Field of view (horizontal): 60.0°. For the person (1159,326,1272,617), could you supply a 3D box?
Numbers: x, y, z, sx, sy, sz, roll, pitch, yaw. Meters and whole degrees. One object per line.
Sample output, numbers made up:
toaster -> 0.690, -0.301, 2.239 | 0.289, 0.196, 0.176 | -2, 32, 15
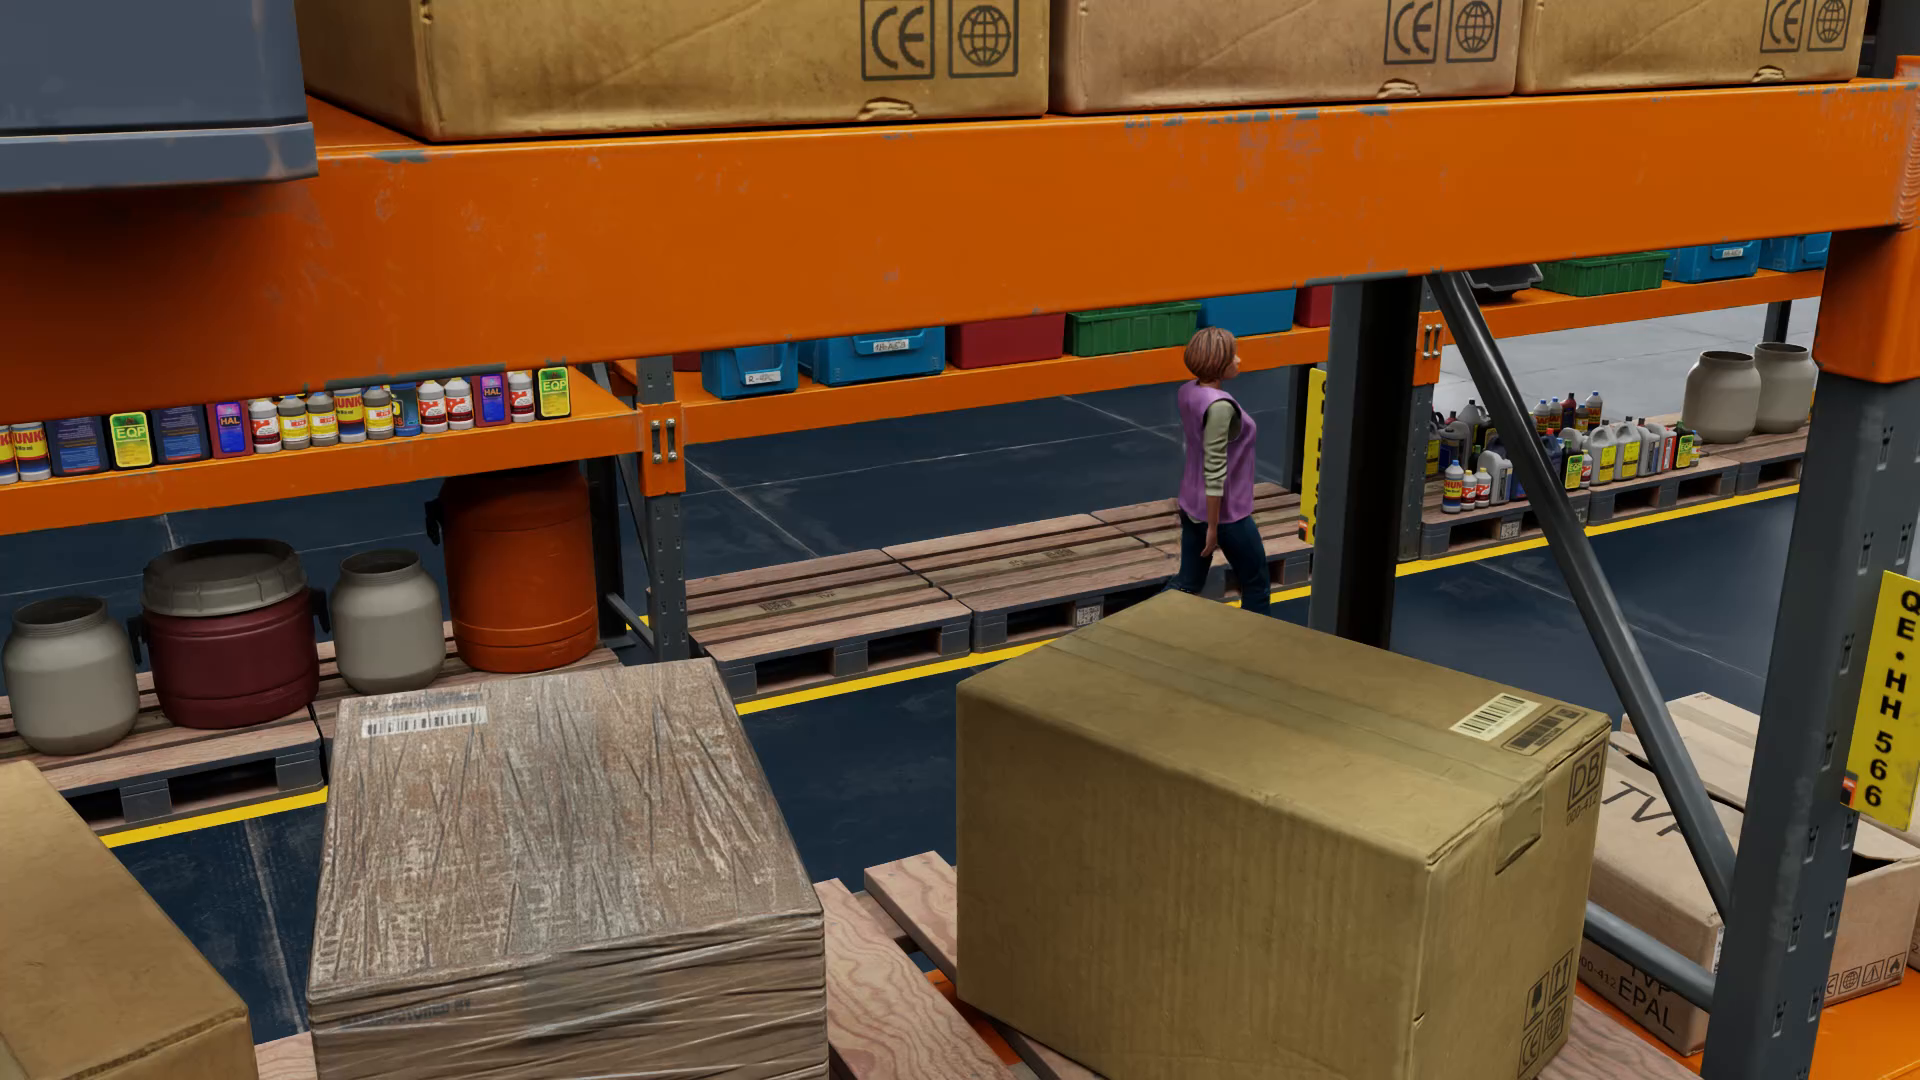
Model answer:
person -> 1.114, -0.135, 6.958 | 0.846, 1.554, 0.418 | -6, 20, -17
